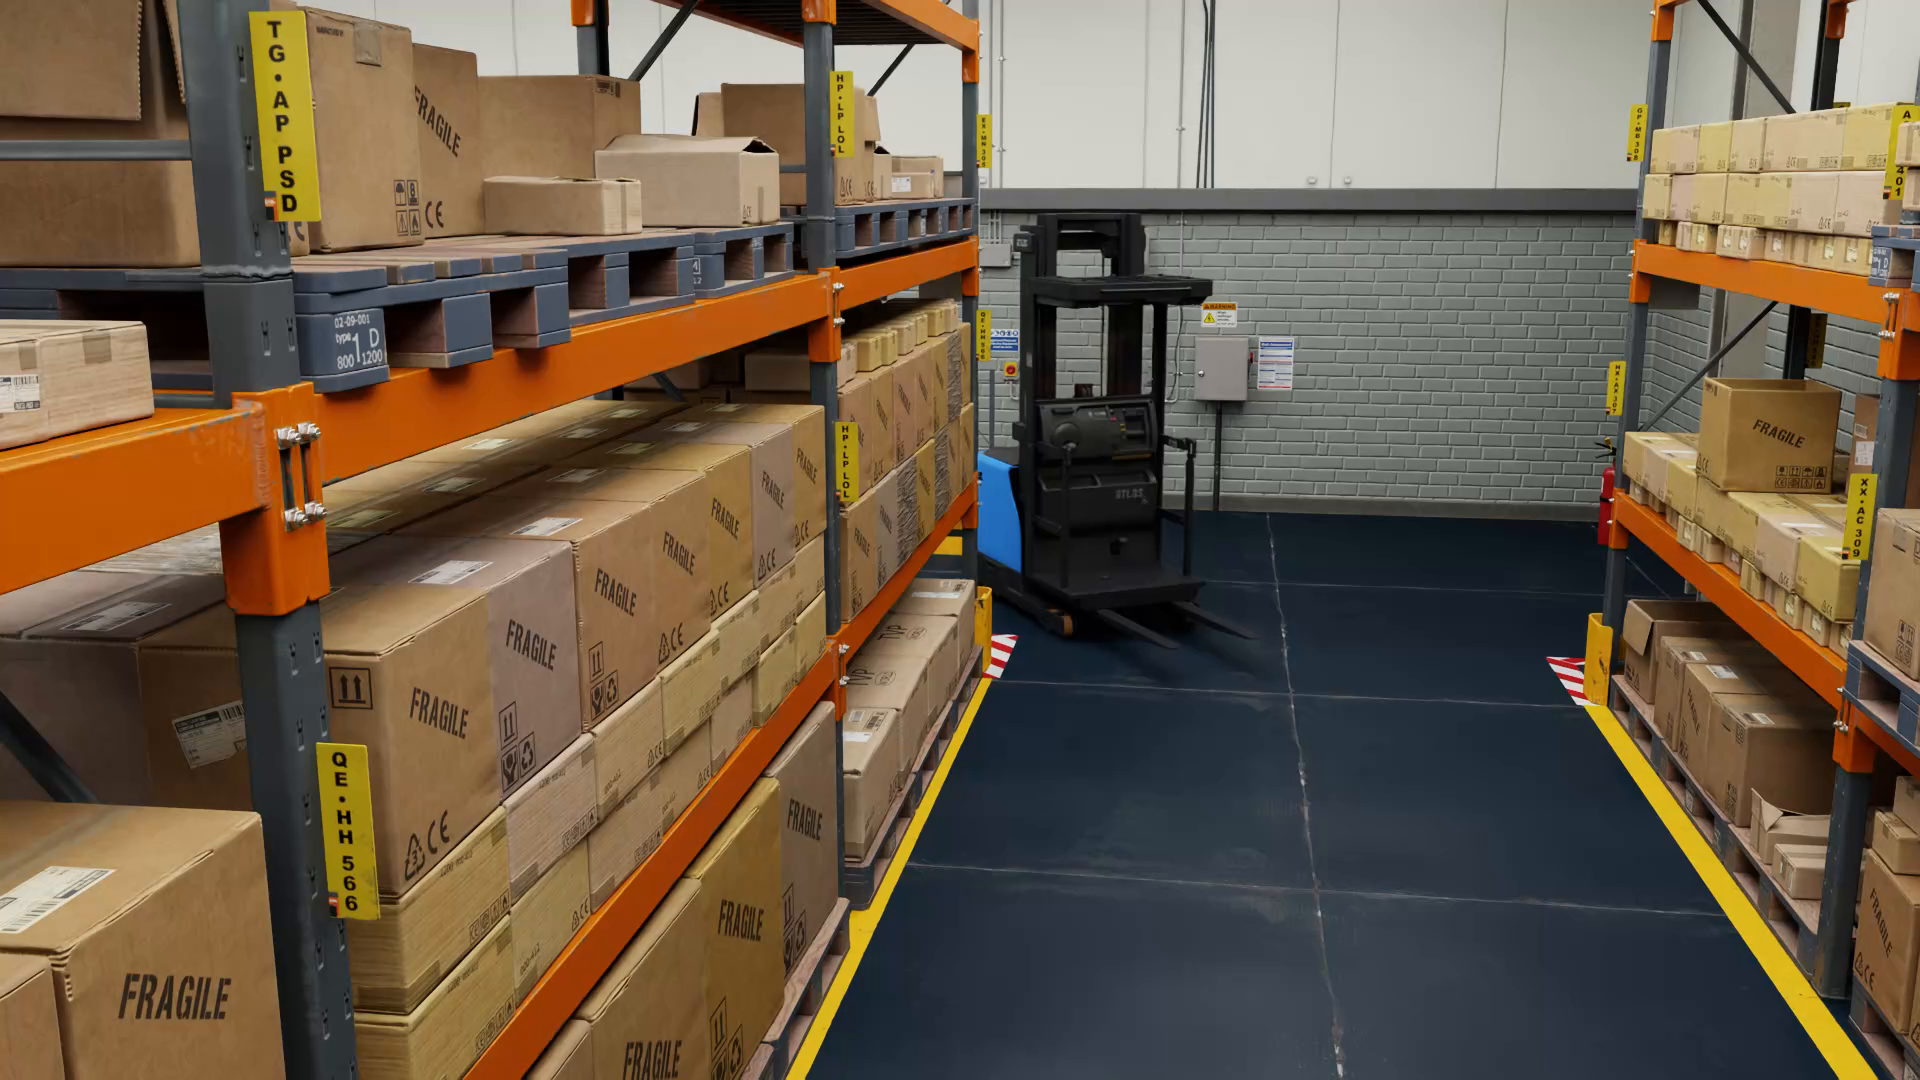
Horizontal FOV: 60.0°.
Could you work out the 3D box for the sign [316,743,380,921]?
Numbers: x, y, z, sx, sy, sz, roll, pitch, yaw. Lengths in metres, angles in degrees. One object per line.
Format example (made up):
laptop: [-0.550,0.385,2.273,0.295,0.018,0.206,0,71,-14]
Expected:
sign: [-1.080,0.514,2.926,0.100,0.325,0.005,2,12,9]

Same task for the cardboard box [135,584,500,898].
cardboard box: [-1.300,0.394,3.436,0.500,0.500,0.500,1,12,7]

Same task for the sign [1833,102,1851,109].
sign: [5.064,-2.356,9.585,0.100,0.325,0.005,2,12,9]

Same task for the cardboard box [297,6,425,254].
cardboard box: [-1.653,-0.907,3.726,0.700,0.500,0.500,1,12,6]

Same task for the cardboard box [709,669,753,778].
cardboard box: [-0.998,0.579,5.544,0.500,0.250,0.500,2,12,7]

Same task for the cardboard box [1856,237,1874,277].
cardboard box: [3.666,-1.074,6.335,0.380,0.149,0.250,2,12,8]

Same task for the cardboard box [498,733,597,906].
cardboard box: [-1.215,0.650,4.027,0.500,0.250,0.500,2,12,10]

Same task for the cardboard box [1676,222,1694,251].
cardboard box: [4.029,-1.607,8.807,0.380,0.149,0.250,2,12,10]

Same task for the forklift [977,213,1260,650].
forklift: [1.092,-0.838,11.924,1.130,2.935,3.031,-5,13,-22]

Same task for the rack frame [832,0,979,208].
rack frame: [-0.387,-3.572,10.207,1.000,3.000,0.127,2,12,9]

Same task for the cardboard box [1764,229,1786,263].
cardboard box: [3.902,-1.339,7.564,0.380,0.149,0.250,2,12,9]

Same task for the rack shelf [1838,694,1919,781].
rack shelf: [3.595,1.121,4.377,1.077,0.370,4.000,2,12,9]

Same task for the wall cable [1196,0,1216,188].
wall cable: [3.699,-4.660,15.169,2.988,3.039,0.133,2,12,9]

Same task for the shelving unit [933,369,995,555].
shelving unit: [-0.012,-0.717,14.762,0.587,1.500,1.083,2,12,9]

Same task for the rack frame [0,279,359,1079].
rack frame: [-1.617,1.026,3.112,1.000,3.000,0.127,2,12,9]

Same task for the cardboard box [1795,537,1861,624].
cardboard box: [3.740,0.167,6.746,0.500,0.250,0.500,2,12,10]

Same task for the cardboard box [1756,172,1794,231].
cardboard box: [3.890,-1.508,7.402,0.500,0.250,0.500,2,12,10]

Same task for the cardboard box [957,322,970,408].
cardboard box: [-0.226,-1.069,10.222,0.500,0.500,0.500,2,12,11]

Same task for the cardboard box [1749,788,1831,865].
cardboard box: [3.753,1.285,7.404,0.396,0.266,0.258,2,12,11]

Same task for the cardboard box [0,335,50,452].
cardboard box: [-1.488,-0.193,2.245,0.380,0.149,0.250,2,12,9]

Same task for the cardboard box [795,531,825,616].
cardboard box: [-0.830,0.122,6.476,0.500,0.250,0.500,2,12,9]

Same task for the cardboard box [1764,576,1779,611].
cardboard box: [3.804,0.238,7.364,0.380,0.149,0.250,2,12,10]

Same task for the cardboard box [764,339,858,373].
cardboard box: [-0.676,-0.827,7.561,0.380,0.149,0.250,2,12,8]

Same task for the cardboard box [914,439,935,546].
cardboard box: [-0.428,-0.260,8.842,0.500,0.500,0.500,2,12,10]

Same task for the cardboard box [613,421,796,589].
cardboard box: [-0.895,-0.135,5.890,0.500,0.500,0.500,2,12,10]

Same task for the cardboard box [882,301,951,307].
cardboard box: [-0.260,-1.359,10.030,0.380,0.149,0.250,2,12,10]

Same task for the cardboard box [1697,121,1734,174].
cardboard box: [4.041,-1.967,8.346,0.500,0.250,0.500,2,12,8]

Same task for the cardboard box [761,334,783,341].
cardboard box: [-1.052,-0.892,7.862,0.380,0.149,0.250,2,12,8]

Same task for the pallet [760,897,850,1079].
pallet: [-1.046,1.720,6.513,1.003,0.211,1.213,2,12,9]

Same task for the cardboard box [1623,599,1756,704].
cardboard box: [4.331,0.660,9.739,0.797,0.503,0.637,1,12,6]

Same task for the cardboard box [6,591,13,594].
cardboard box: [-5.755,0.381,10.464,0.380,0.149,0.250,1,12,6]

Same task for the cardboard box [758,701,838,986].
cardboard box: [-1.018,1.158,6.544,0.875,0.875,0.875,2,12,10]

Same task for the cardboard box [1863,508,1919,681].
cardboard box: [3.608,0.193,5.745,0.700,0.500,0.500,2,12,10]

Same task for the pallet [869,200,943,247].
pallet: [-0.676,-1.653,8.633,1.003,0.211,1.213,2,12,9]

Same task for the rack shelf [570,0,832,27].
rack shelf: [-1.310,-1.776,4.530,1.077,0.370,4.000,2,12,9]

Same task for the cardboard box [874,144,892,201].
cardboard box: [-0.667,-2.006,9.040,0.500,0.311,0.500,2,12,10]

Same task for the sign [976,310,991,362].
sign: [0.147,-1.301,10.598,0.100,0.325,0.005,2,12,9]

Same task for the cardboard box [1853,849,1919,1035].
cardboard box: [3.606,1.464,6.019,0.500,0.500,0.500,2,12,11]

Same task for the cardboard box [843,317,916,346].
cardboard box: [-0.445,-1.091,8.787,0.380,0.149,0.250,2,12,10]

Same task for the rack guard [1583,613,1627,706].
rack guard: [4.507,0.759,10.287,1.175,0.500,0.348,2,12,9]

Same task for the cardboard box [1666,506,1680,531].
cardboard box: [4.098,-0.136,9.100,0.380,0.149,0.250,2,12,10]

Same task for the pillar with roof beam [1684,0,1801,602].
pillar with roof beam: [1.570,-4.083,12.581,9.100,9.000,0.400,2,12,9]

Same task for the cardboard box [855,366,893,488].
cardboard box: [-0.606,-0.540,7.770,0.500,0.500,0.500,2,12,8]

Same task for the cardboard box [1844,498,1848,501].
cardboard box: [4.398,-0.025,7.639,0.500,0.250,0.500,2,12,10]

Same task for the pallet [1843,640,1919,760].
pallet: [3.672,0.610,5.498,1.003,0.211,1.213,2,12,9]

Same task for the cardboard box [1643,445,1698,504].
cardboard box: [4.105,-0.361,9.197,0.500,0.250,0.500,2,12,9]

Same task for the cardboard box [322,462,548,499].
cardboard box: [-1.558,0.057,4.998,0.500,0.500,0.500,2,12,8]

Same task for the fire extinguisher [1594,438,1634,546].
fire extinguisher: [4.084,-0.305,10.356,0.296,0.674,0.183,2,12,9]
